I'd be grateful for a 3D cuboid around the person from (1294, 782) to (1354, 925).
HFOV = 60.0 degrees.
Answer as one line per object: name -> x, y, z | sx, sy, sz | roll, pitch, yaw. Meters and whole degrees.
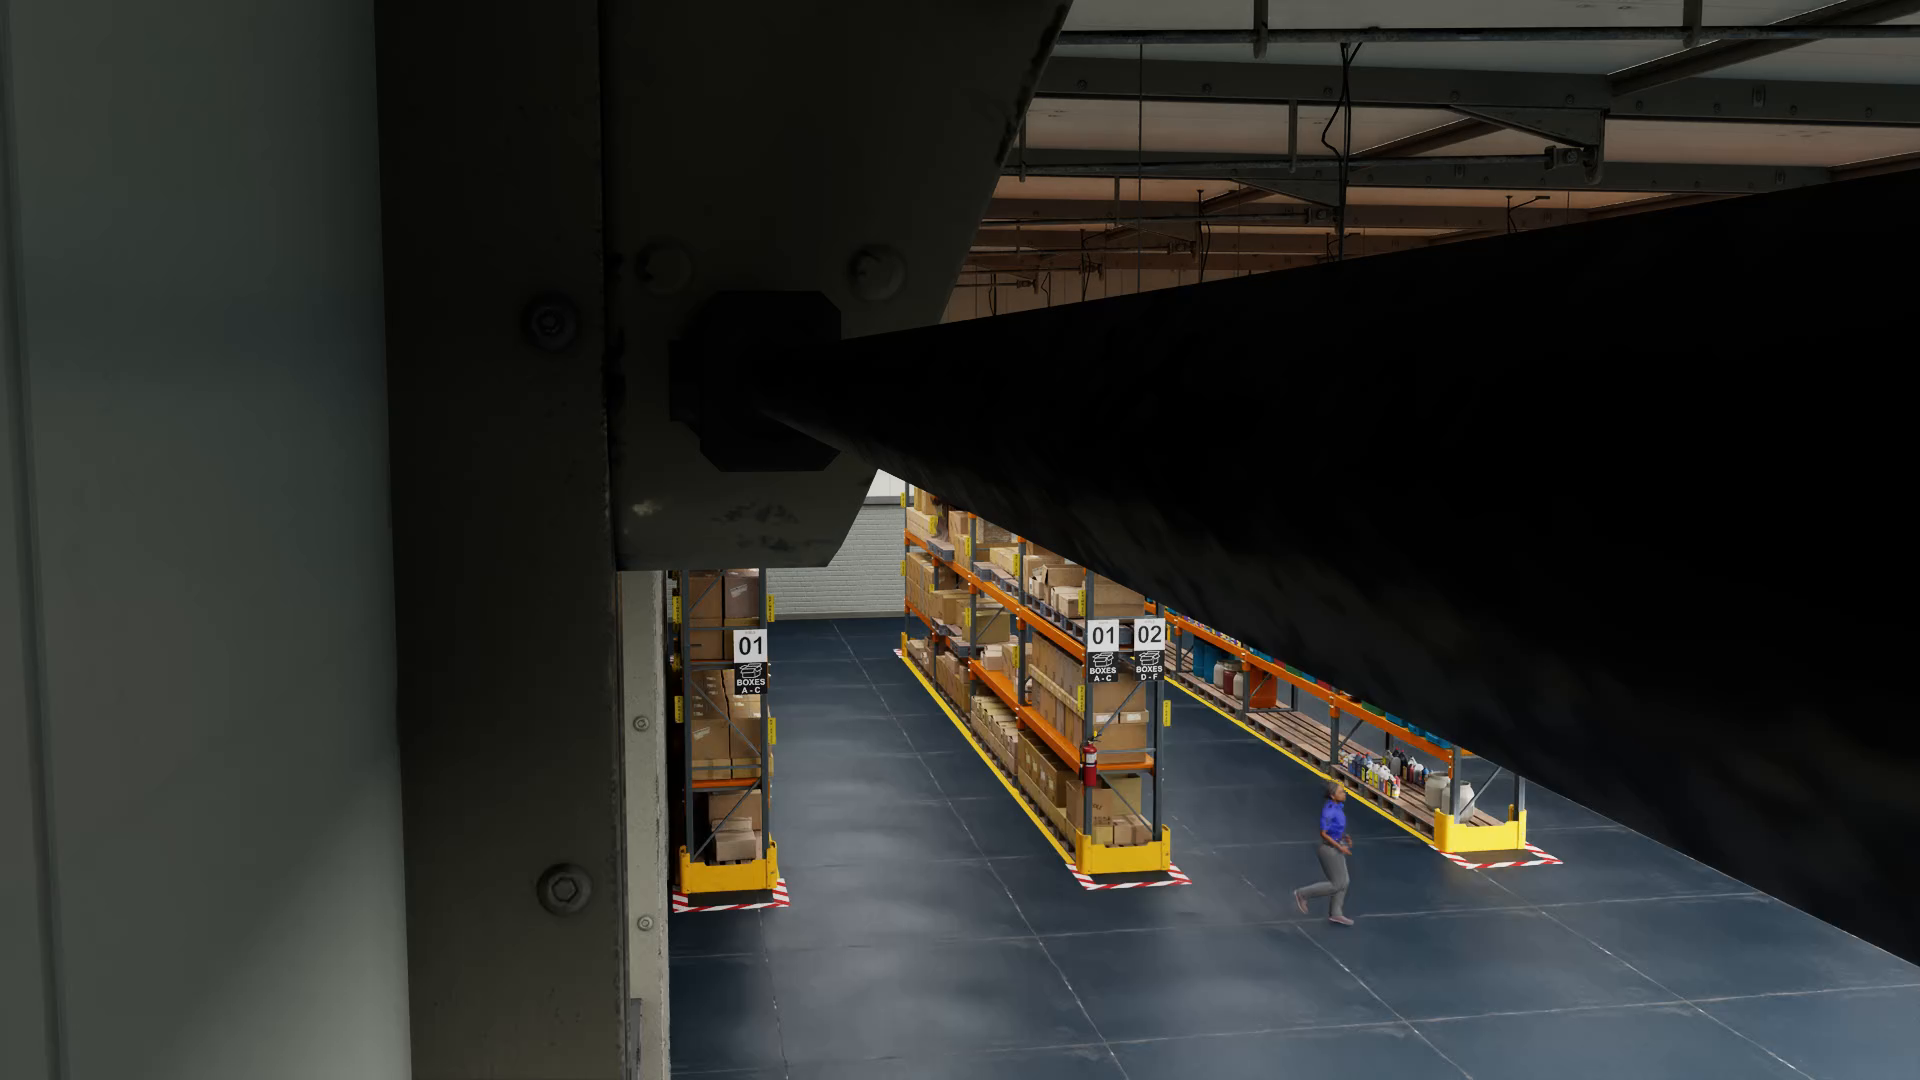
person -> 4.186, 3.568, 19.021 | 0.671, 1.640, 0.582 | 2, 6, 19
